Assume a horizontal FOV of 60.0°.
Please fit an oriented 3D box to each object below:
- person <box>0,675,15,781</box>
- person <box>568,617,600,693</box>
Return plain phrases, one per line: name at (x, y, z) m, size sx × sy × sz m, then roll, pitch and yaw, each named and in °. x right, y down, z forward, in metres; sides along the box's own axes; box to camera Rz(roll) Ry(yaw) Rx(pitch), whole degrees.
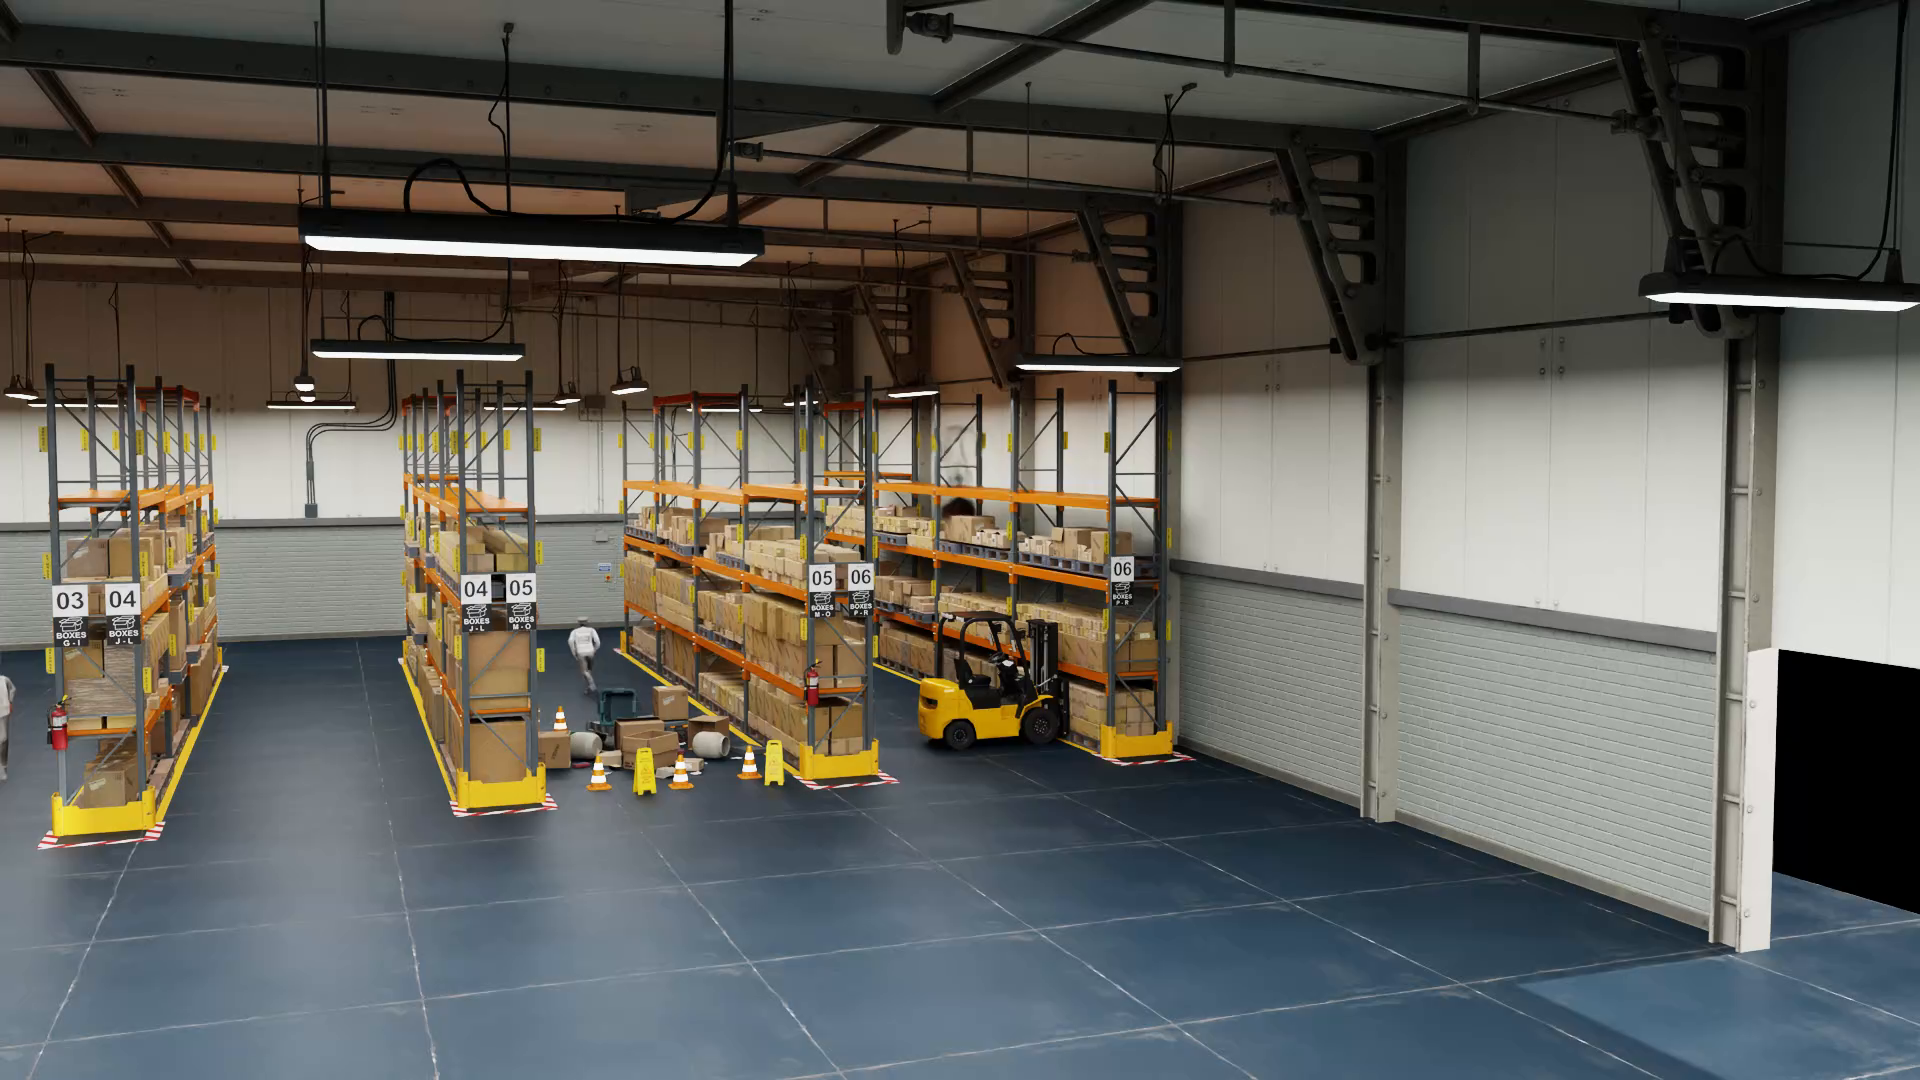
person at (-14.461, 2.610, 24.836) m, size 0.643 × 1.728 × 0.805 m, roll -2°, pitch 4°, yaw -31°
person at (-7.463, 2.332, 33.124) m, size 0.628 × 1.522 × 0.921 m, roll -1°, pitch 4°, yaw -22°
